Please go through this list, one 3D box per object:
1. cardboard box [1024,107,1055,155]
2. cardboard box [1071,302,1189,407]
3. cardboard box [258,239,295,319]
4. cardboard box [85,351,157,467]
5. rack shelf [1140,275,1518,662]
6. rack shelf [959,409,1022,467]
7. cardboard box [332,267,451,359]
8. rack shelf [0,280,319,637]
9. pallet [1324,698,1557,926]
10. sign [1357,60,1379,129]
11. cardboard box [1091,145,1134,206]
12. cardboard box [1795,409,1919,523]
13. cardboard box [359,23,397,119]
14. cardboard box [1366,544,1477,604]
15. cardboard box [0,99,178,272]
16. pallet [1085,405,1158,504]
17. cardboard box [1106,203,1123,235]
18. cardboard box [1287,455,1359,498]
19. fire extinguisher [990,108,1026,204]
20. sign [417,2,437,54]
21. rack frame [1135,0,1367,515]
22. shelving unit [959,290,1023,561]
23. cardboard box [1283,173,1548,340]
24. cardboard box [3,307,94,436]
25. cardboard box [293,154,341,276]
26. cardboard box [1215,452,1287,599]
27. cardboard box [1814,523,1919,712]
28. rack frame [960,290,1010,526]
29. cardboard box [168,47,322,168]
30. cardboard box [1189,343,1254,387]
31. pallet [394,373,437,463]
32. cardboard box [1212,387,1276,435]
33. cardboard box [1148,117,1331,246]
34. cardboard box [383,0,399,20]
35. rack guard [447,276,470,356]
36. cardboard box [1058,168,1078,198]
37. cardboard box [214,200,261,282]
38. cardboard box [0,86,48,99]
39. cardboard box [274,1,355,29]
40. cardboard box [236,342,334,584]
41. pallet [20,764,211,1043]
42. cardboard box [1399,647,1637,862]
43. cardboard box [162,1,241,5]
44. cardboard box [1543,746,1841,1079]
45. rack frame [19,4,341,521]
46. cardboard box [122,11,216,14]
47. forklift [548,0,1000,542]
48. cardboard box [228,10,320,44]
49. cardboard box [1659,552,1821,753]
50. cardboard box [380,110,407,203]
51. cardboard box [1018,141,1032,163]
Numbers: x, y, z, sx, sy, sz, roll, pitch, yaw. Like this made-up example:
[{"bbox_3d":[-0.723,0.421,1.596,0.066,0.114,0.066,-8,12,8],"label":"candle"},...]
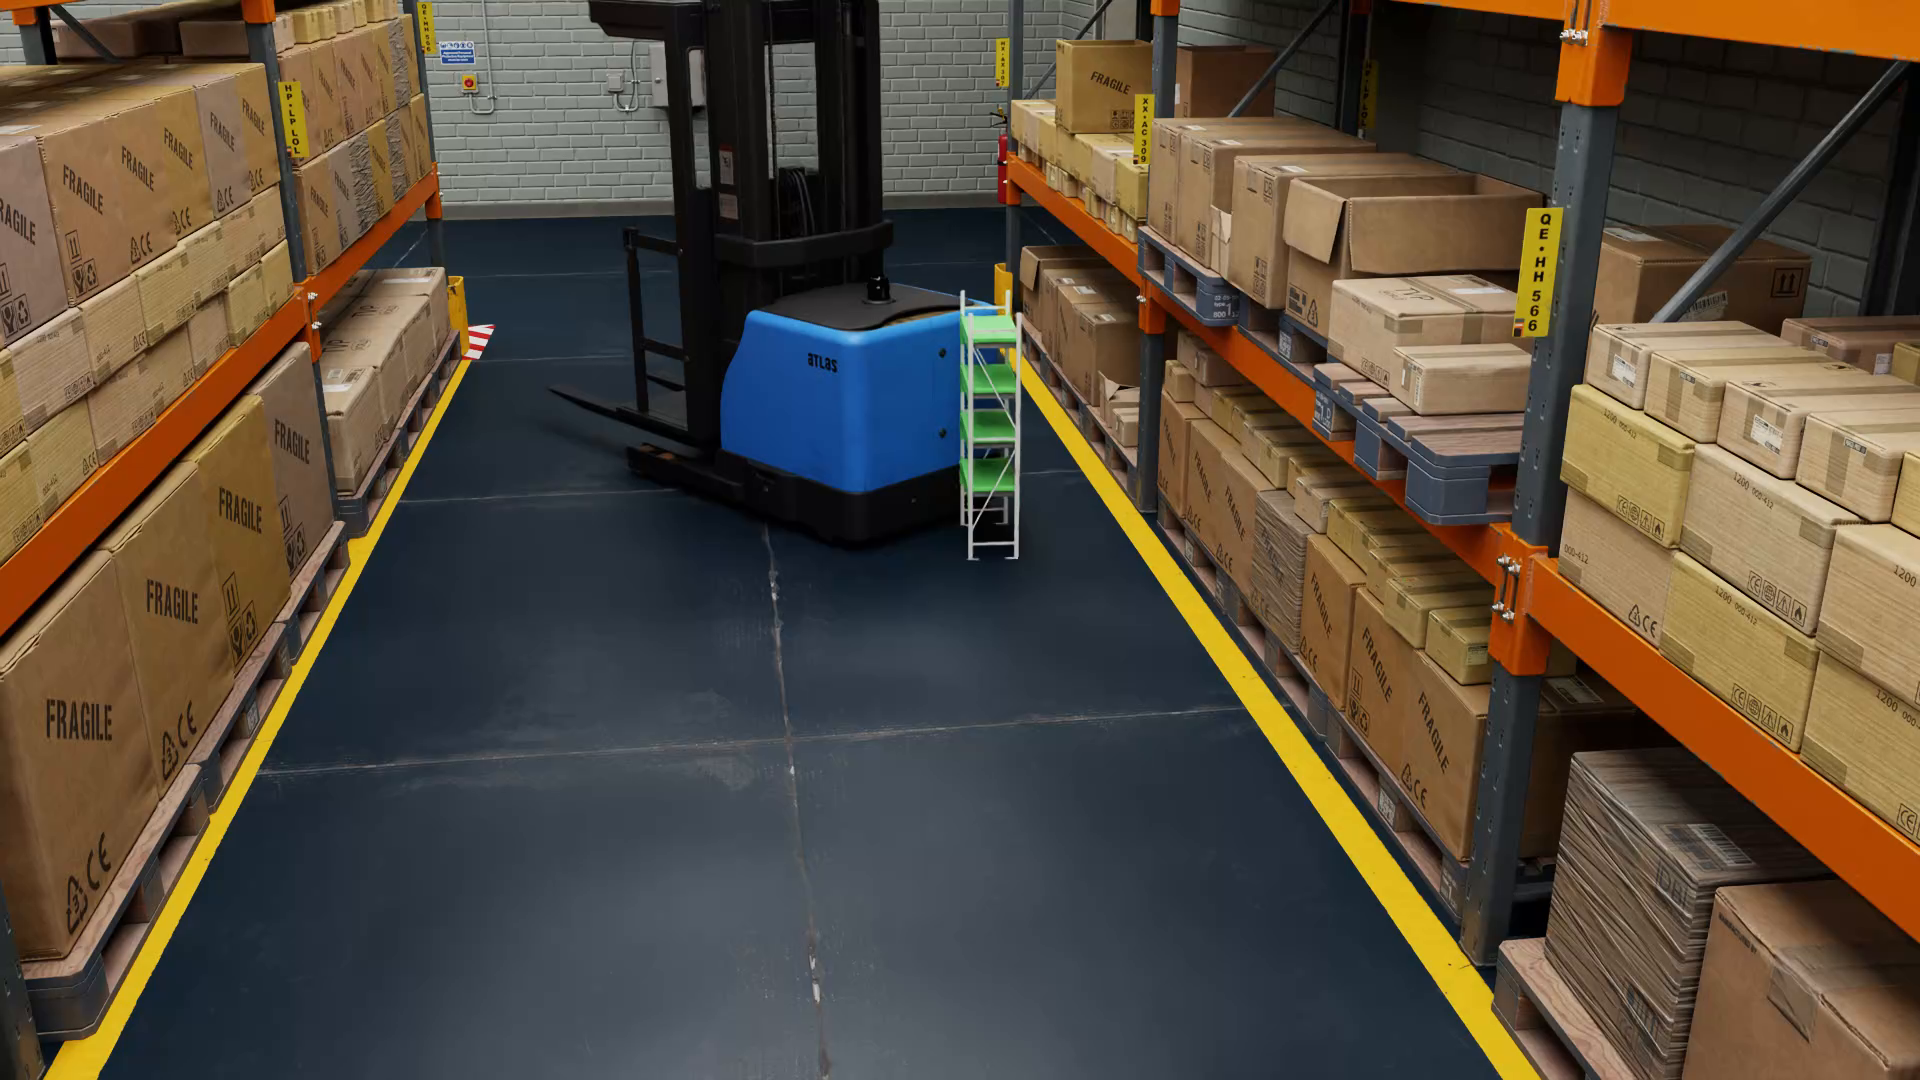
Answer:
[{"bbox_3d":[0.711,-2.690,10.920,0.500,0.250,0.500,-3,21,-7],"label":"cardboard box"},{"bbox_3d":[1.068,-1.118,9.894,0.700,0.500,0.500,-4,21,-10],"label":"cardboard box"},{"bbox_3d":[-3.182,-1.117,7.133,0.500,0.250,0.500,-3,21,-9],"label":"cardboard box"},{"bbox_3d":[-2.902,-0.415,5.255,0.500,0.250,0.500,-2,21,-6],"label":"cardboard box"},{"bbox_3d":[1.704,-0.552,6.434,1.077,0.370,4.000,-3,21,-8],"label":"rack shelf"},{"bbox_3d":[0.141,-0.492,8.002,0.258,0.148,0.480,-2,21,-4],"label":"rack shelf"},{"bbox_3d":[-3.878,-1.487,10.973,0.875,0.438,0.875,-4,21,-10],"label":"cardboard box"},{"bbox_3d":[-3.207,-0.300,5.760,1.077,0.370,4.000,-3,21,-8],"label":"rack shelf"},{"bbox_3d":[1.922,0.850,5.639,1.003,0.211,1.213,-3,21,-8],"label":"pallet"},{"bbox_3d":[1.964,-2.153,8.038,0.100,0.325,0.005,-3,21,-8],"label":"sign"},{"bbox_3d":[1.014,-1.987,9.038,0.500,0.250,0.500,-3,21,-8],"label":"cardboard box"},{"bbox_3d":[1.899,-0.152,3.265,0.380,0.149,0.250,-3,21,-7],"label":"cardboard box"},{"bbox_3d":[-3.595,-2.724,9.650,0.500,0.500,0.500,-3,21,-8],"label":"cardboard box"},{"bbox_3d":[1.606,0.130,5.627,0.380,0.149,0.250,-4,21,-10],"label":"cardboard box"},{"bbox_3d":[-2.958,-1.169,5.487,0.500,0.500,0.500,-3,21,-7],"label":"cardboard box"},{"bbox_3d":[1.317,-0.513,9.287,1.003,0.211,1.213,-3,21,-8],"label":"pallet"},{"bbox_3d":[0.999,-1.739,8.944,0.380,0.149,0.250,-2,21,-6],"label":"cardboard box"},{"bbox_3d":[1.522,-0.232,6.596,0.380,0.149,0.250,-3,21,-8],"label":"cardboard box"},{"bbox_3d":[0.360,-2.783,12.023,0.296,0.674,0.183,-3,21,-8],"label":"fire extinguisher"},{"bbox_3d":[-3.533,-3.390,11.013,0.100,0.325,0.005,-3,21,-8],"label":"sign"},{"bbox_3d":[1.415,-1.581,8.162,1.000,3.000,0.127,-3,21,-8],"label":"rack frame"},{"bbox_3d":[0.141,-0.552,7.980,0.258,1.200,0.503,-2,21,-4],"label":"shelving unit"},{"bbox_3d":[1.574,-0.997,5.851,0.797,0.503,0.637,-3,21,-9],"label":"cardboard box"},{"bbox_3d":[-2.821,-0.475,4.702,0.500,0.250,0.500,-2,21,-6],"label":"cardboard box"},{"bbox_3d":[-3.304,-1.552,7.941,0.500,0.500,0.500,-2,21,-6],"label":"cardboard box"},{"bbox_3d":[1.417,-0.071,7.092,0.500,0.500,0.500,-4,21,-9],"label":"cardboard box"},{"bbox_3d":[1.943,0.161,2.997,0.500,0.250,0.500,-3,21,-9],"label":"cardboard box"},{"bbox_3d":[0.122,-0.637,8.208,0.240,1.200,0.015,-2,21,-4],"label":"rack frame"},{"bbox_3d":[-3.325,-2.022,7.770,0.500,0.500,0.500,-3,21,-7],"label":"cardboard box"},{"bbox_3d":[1.289,-0.825,7.758,0.380,0.149,0.250,-4,21,-10],"label":"cardboard box"},{"bbox_3d":[-3.707,-0.714,9.825,1.003,0.211,1.213,-3,21,-8],"label":"pallet"},{"bbox_3d":[1.369,-0.593,7.562,0.380,0.149,0.250,-4,21,-11],"label":"cardboard box"},{"bbox_3d":[1.264,-1.646,7.593,0.700,0.500,0.500,-2,21,-6],"label":"cardboard box"},{"bbox_3d":[-3.642,-3.248,10.125,0.380,0.149,0.250,-3,21,-8],"label":"cardboard box"},{"bbox_3d":[-4.076,-1.552,11.656,1.175,0.500,0.348,-3,21,-8],"label":"rack guard"},{"bbox_3d":[0.809,-2.182,10.130,0.380,0.149,0.250,-2,21,-7],"label":"cardboard box"},{"bbox_3d":[-3.112,-1.180,6.589,0.500,0.250,0.500,-2,21,-6],"label":"cardboard box"},{"bbox_3d":[-3.546,-1.329,5.916,0.500,0.500,0.500,-3,21,-9],"label":"cardboard box"},{"bbox_3d":[-3.565,-2.888,9.164,0.380,0.149,0.250,-2,21,-6],"label":"cardboard box"},{"bbox_3d":[-3.327,-0.320,7.223,0.875,0.875,0.875,-2,21,-6],"label":"cardboard box"},{"bbox_3d":[-2.958,1.085,5.009,1.003,0.211,1.213,-3,21,-8],"label":"pallet"},{"bbox_3d":[1.718,0.643,5.181,0.500,0.500,0.500,-2,21,-6],"label":"cardboard box"},{"bbox_3d":[-4.113,-2.858,9.081,0.380,0.149,0.250,-3,21,-9],"label":"cardboard box"},{"bbox_3d":[2.068,0.936,4.216,0.875,0.625,0.625,-2,21,-6],"label":"cardboard box"},{"bbox_3d":[-3.496,-1.329,7.489,1.000,3.000,0.127,-3,21,-8],"label":"rack frame"},{"bbox_3d":[-3.866,-2.509,8.149,0.380,0.149,0.250,-3,21,-8],"label":"cardboard box"},{"bbox_3d":[-1.188,-1.792,8.824,1.130,2.935,3.031,-19,28,-41],"label":"forklift"},{"bbox_3d":[-3.391,-2.534,8.216,0.380,0.149,0.250,-3,21,-8],"label":"cardboard box"},{"bbox_3d":[1.882,0.214,3.569,0.500,0.250,0.500,-3,21,-9],"label":"cardboard box"},{"bbox_3d":[-3.600,-2.255,9.825,0.500,0.500,0.500,-2,21,-6],"label":"cardboard box"},{"bbox_3d":[0.615,-2.721,11.573,0.380,0.149,0.250,-3,21,-8],"label":"cardboard box"}]
